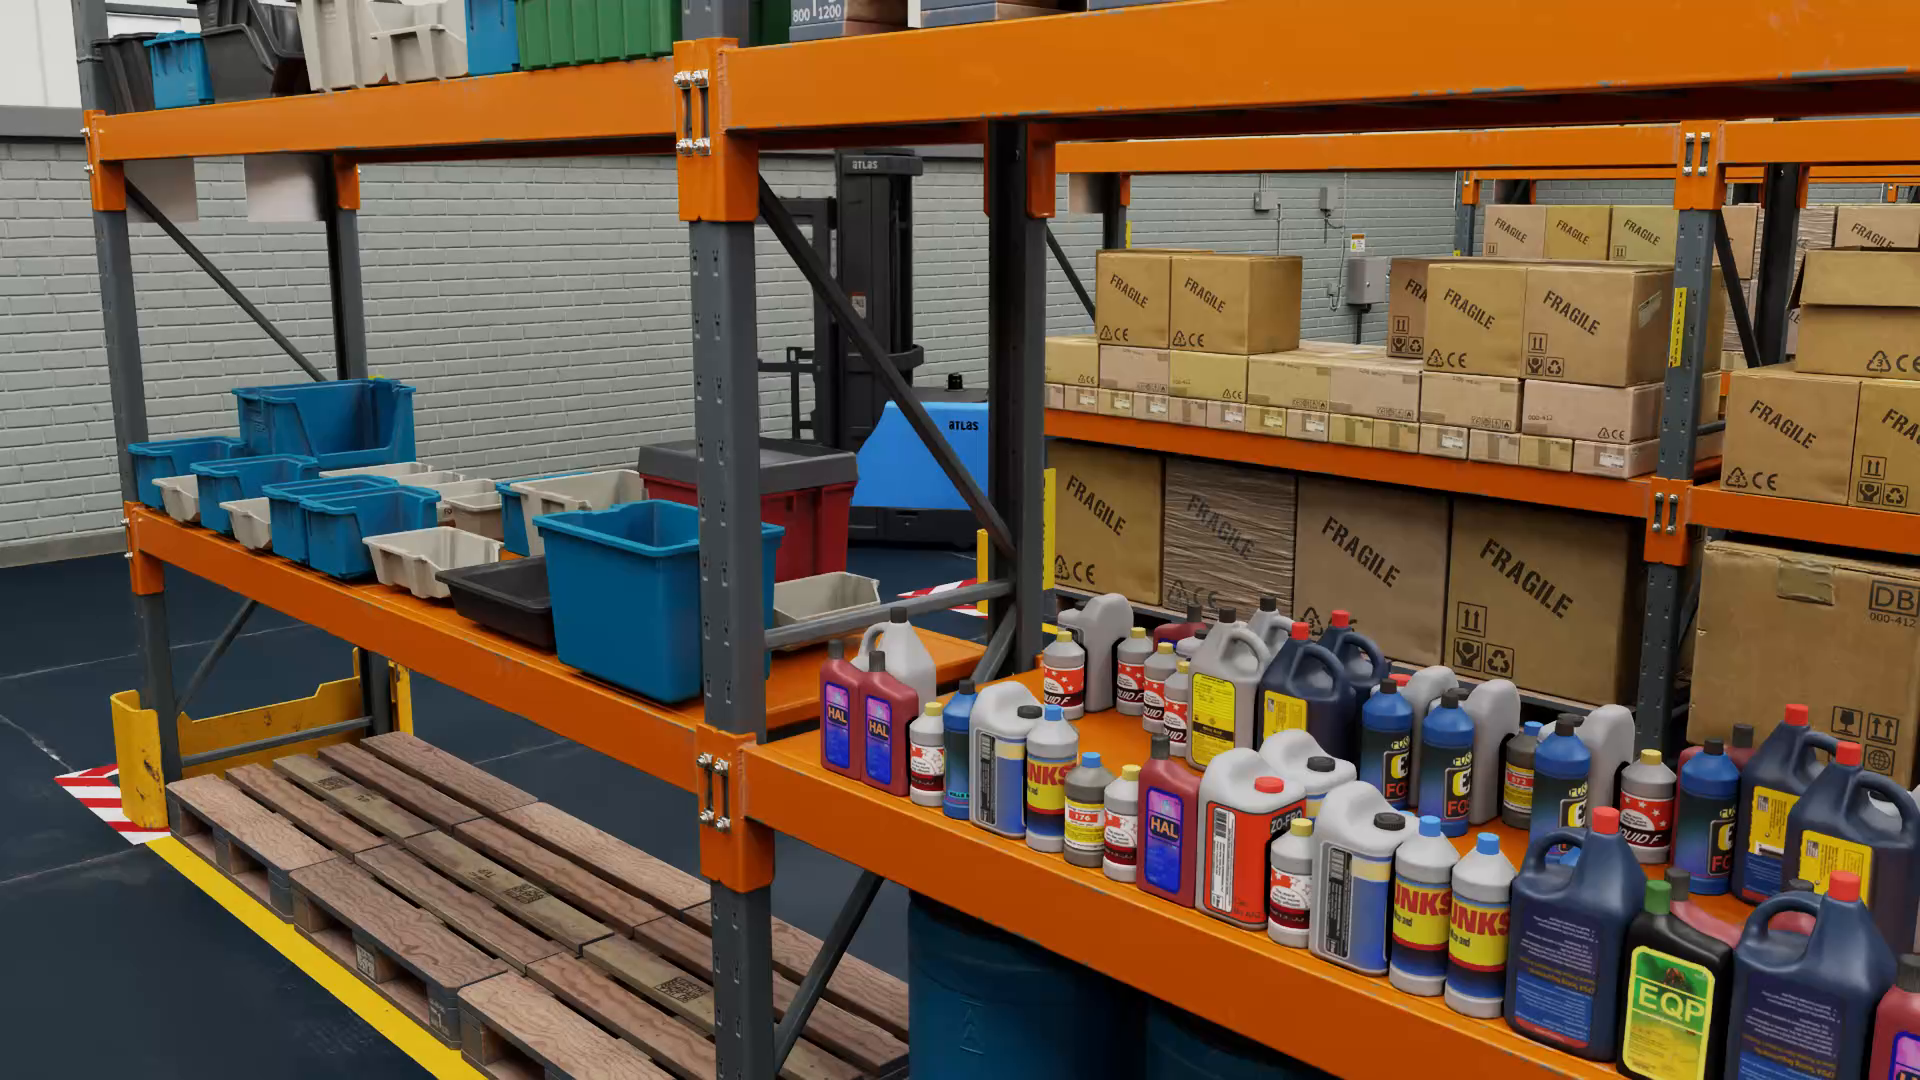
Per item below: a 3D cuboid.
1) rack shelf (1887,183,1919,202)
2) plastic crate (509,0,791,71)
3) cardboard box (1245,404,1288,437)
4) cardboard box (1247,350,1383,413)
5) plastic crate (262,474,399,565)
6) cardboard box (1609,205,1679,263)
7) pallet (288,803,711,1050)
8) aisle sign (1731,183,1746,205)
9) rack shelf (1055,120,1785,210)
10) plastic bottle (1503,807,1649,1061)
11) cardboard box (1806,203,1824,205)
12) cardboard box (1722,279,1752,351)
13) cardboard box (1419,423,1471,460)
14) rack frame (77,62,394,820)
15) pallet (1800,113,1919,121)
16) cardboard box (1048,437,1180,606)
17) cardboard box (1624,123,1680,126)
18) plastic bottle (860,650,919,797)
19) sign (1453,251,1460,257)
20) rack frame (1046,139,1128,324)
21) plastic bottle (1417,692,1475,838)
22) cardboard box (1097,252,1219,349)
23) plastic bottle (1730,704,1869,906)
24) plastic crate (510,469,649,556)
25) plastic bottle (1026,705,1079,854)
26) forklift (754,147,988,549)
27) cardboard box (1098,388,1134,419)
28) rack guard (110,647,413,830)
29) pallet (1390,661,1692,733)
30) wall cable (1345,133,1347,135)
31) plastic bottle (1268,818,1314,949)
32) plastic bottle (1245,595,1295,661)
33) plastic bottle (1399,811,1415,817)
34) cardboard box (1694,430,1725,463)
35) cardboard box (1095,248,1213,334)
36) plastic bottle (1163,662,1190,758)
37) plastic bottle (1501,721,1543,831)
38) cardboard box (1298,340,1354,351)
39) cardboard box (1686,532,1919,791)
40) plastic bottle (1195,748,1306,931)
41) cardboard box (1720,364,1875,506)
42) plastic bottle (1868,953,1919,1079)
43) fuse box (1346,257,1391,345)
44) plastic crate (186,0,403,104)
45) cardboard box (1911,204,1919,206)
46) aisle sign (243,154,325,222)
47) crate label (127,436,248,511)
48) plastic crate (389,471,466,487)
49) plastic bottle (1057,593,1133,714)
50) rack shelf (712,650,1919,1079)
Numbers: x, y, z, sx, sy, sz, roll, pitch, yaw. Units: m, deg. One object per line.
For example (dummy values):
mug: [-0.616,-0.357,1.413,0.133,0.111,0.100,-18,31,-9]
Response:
rack shelf: [12.773,-3.985,18.669,1.077,0.370,4.000,-11,16,-43]
plastic crate: [-0.694,-1.198,3.884,0.450,0.188,0.662,-11,16,-43]
cardboard box: [1.706,-0.642,8.715,0.250,0.149,0.380,11,16,44]
cardboard box: [1.845,-0.827,8.627,0.500,0.250,0.500,-11,16,-44]
plastic crate: [-2.104,-0.070,5.583,0.416,0.233,0.300,-11,16,-43]
cardboard box: [5.108,-2.193,12.161,0.500,0.500,0.500,-11,16,-44]
pallet: [-1.566,1.273,5.710,1.003,0.211,1.213,-11,16,-43]
aisle sign: [7.979,-3.795,16.954,0.394,0.787,0.004,-11,16,-43]
rack shelf: [2.018,-1.912,8.606,1.077,0.370,4.000,-11,16,-43]
plastic bottle: [0.902,0.553,2.415,0.144,0.351,0.185,-11,16,-43]
cardboard box: [8.178,-3.152,15.941,0.380,0.149,0.250,-10,15,-41]
cardboard box: [5.478,-1.633,11.917,0.500,0.500,0.500,11,16,44]
cardboard box: [2.419,-0.491,7.986,0.380,0.149,0.250,-11,16,-42]
rack frame: [-2.945,-0.397,6.903,1.000,3.000,0.127,-11,16,-43]
pallet: [4.068,-1.752,6.520,1.217,0.209,0.805,11,16,43]
cardboard box: [1.137,-0.170,10.026,0.875,0.875,0.875,-11,16,-43]
cardboard box: [5.145,-2.907,12.026,0.500,0.250,0.500,11,16,43]
plastic bottle: [-0.146,0.377,3.438,0.061,0.283,0.133,-11,16,-43]
sign: [3.902,-2.112,13.082,0.100,0.325,0.005,-11,16,-43]
rack frame: [0.637,-1.087,10.253,1.000,3.000,0.127,-11,16,-43]
plastic bottle: [0.939,0.429,3.213,0.097,0.271,0.097,0,12,0]
cardboard box: [1.118,-1.346,9.286,0.500,0.500,0.500,11,16,44]
plastic bottle: [1.449,0.461,2.864,0.144,0.351,0.185,-11,16,-43]
plastic crate: [-1.104,-0.033,5.282,0.437,0.282,0.530,-11,16,-43]
plastic bottle: [0.174,0.445,3.137,0.097,0.271,0.097,0,12,0]
forklift: [-1.130,-1.500,12.428,3.031,2.935,1.130,2,12,11]
cardboard box: [0.999,-0.791,9.442,0.250,0.149,0.380,11,16,44]
rack guard: [-2.971,0.826,7.163,1.175,0.500,0.348,-11,16,-43]
pallet: [2.931,0.741,8.292,1.003,0.211,1.213,-11,16,-43]
wall cable: [4.218,-6.301,20.696,2.355,3.000,0.029,-11,16,-43]
plastic bottle: [0.561,0.561,2.747,0.097,0.201,0.097,0,12,0]
plastic bottle: [0.688,0.300,3.645,0.144,0.351,0.185,-11,16,-43]
plastic bottle: [0.738,0.554,2.781,0.097,0.201,0.097,0,12,0]
cardboard box: [3.435,-0.470,7.879,0.380,0.149,0.250,-11,16,-42]
cardboard box: [1.163,-1.492,9.995,0.500,0.500,0.500,-11,16,-42]
plastic bottle: [0.498,0.370,3.673,0.097,0.201,0.097,0,12,0]
plastic bottle: [1.116,0.457,3.254,0.097,0.201,0.097,0,12,0]
cardboard box: [1.865,-0.977,9.354,0.500,0.250,0.500,11,16,43]
cardboard box: [3.856,0.423,7.152,1.225,0.875,0.875,-11,16,-42]
plastic bottle: [0.500,0.504,2.840,0.152,0.276,0.135,-11,16,-43]
cardboard box: [3.536,-0.450,6.914,0.500,0.500,0.500,-11,16,-42]
plastic bottle: [1.202,0.662,2.055,0.061,0.283,0.133,-11,16,-43]
fuse box: [5.513,-2.928,22.382,0.539,1.711,0.414,-11,16,-43]
plastic crate: [-2.089,-1.574,5.338,0.504,0.338,0.767,-11,16,-43]
cardboard box: [8.890,-3.002,15.214,0.250,0.149,0.380,11,16,44]
aisle sign: [-2.783,-1.721,6.890,0.394,0.787,0.004,-11,16,-43]
crate label: [-3.013,-0.262,6.516,0.416,0.233,0.303,-11,16,-43]
plastic crate: [-2.062,-0.159,6.253,0.396,0.136,0.243,-11,16,-43]
plastic bottle: [0.323,0.260,4.021,0.152,0.276,0.135,-11,16,-43]
rack shelf: [1.198,0.831,2.725,1.077,0.370,4.000,-11,16,-43]
